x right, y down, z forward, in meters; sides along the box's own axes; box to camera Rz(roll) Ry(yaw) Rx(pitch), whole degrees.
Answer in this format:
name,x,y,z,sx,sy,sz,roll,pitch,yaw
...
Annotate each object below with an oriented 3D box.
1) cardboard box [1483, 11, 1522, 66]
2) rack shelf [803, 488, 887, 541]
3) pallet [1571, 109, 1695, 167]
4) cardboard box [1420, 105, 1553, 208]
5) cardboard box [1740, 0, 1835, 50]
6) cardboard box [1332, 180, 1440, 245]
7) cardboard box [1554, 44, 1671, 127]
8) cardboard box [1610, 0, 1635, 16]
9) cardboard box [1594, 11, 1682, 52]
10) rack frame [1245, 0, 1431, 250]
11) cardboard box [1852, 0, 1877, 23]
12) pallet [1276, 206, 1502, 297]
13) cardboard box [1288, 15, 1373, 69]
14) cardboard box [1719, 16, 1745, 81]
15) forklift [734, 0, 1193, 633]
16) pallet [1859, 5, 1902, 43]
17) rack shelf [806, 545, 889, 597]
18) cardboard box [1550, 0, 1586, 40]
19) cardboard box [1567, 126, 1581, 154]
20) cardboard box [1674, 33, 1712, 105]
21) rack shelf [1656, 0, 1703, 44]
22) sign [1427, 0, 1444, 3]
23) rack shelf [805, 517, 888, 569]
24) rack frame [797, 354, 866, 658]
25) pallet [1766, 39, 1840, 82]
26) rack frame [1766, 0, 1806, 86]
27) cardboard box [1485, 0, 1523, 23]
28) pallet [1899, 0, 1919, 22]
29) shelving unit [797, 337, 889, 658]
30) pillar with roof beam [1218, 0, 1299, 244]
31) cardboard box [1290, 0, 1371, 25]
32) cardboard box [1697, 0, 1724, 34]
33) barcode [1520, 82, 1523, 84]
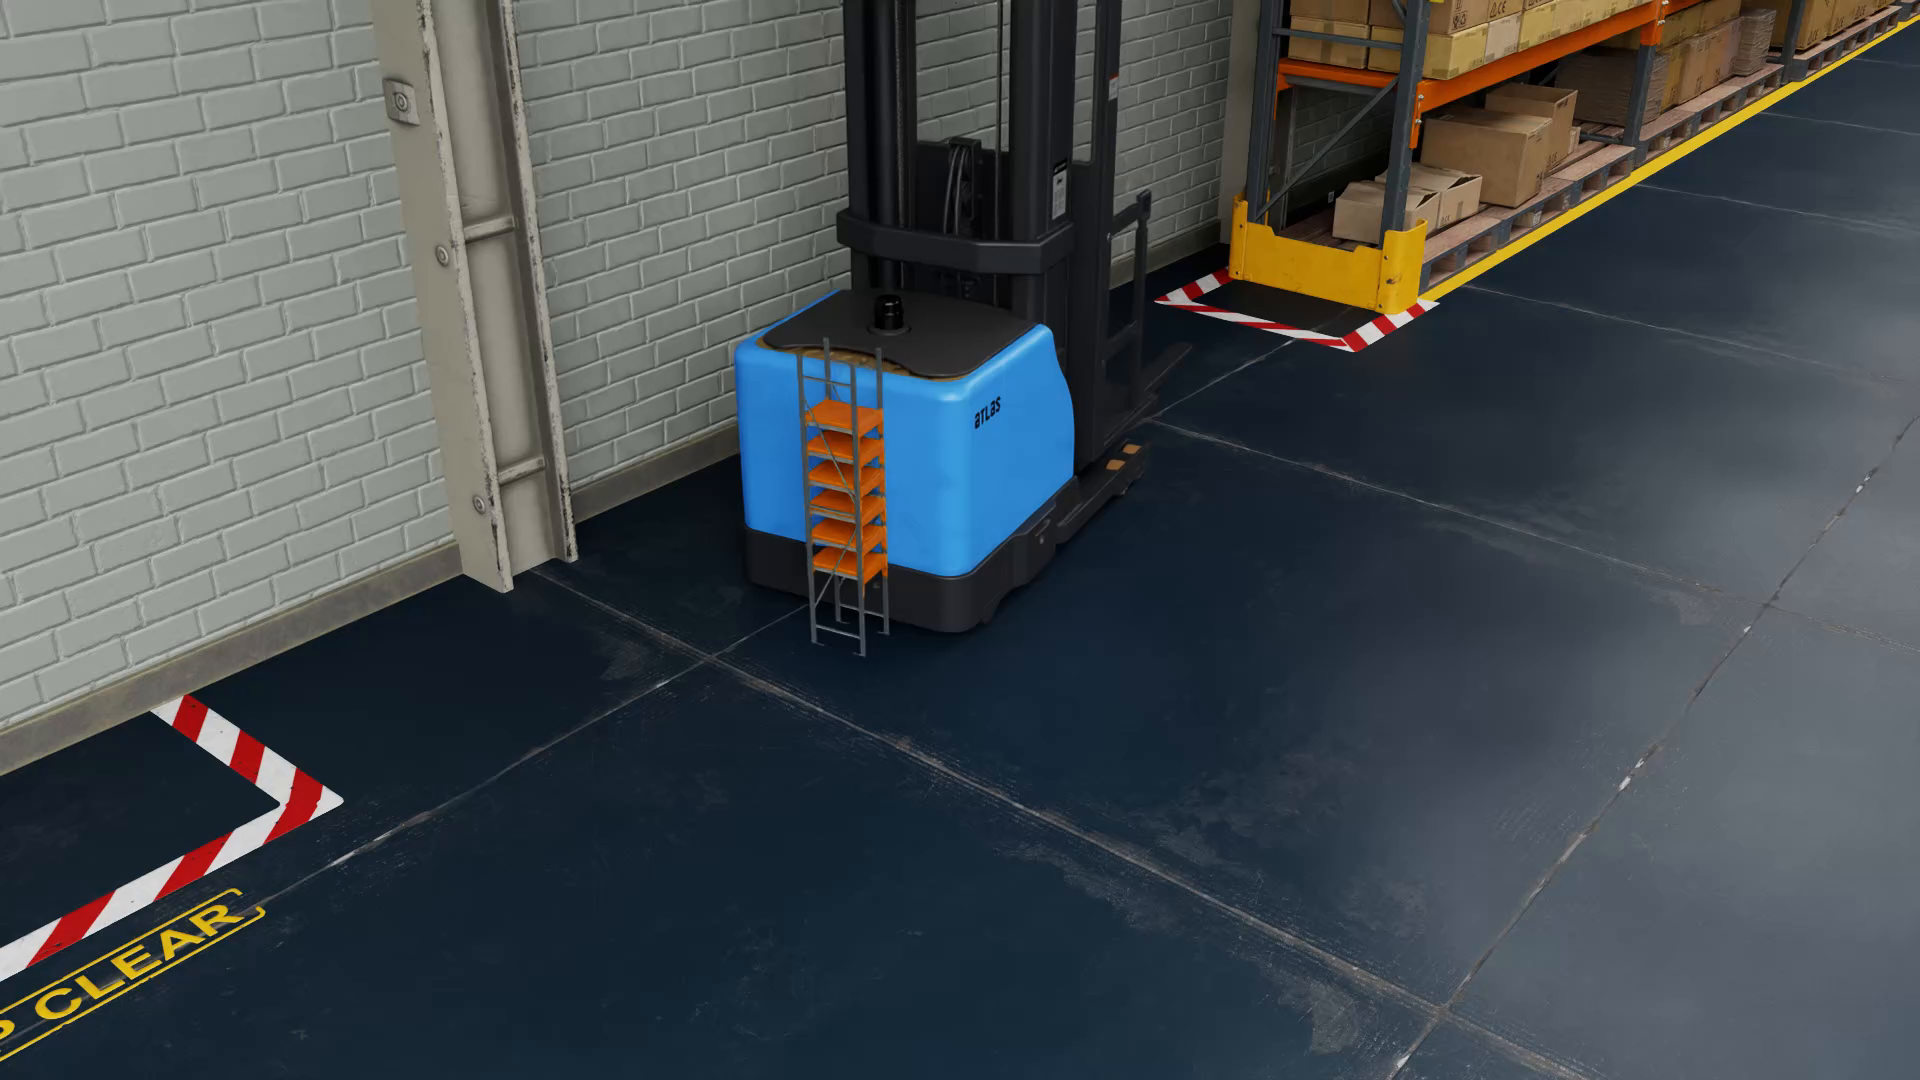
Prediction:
name,x,y,z,sx,sy,sz,roll,pitch,yaw
cardboard box,3.045,-3.066,10.053,0.500,0.250,0.500,20,33,33
rack shelf,-0.429,-0.105,6.242,0.258,0.103,0.180,13,31,24
pallet,5.209,-3.311,13.421,1.003,0.211,1.213,21,34,34
cardboard box,3.548,-2.607,11.266,0.700,0.500,0.500,18,33,31
cardboard box,7.828,-5.146,15.815,0.750,0.750,0.750,20,34,34
cardboard box,2.680,-2.075,10.445,0.500,0.311,0.500,17,32,29
cardboard box,5.170,-3.624,13.233,0.700,0.500,0.500,22,35,36
cardboard box,4.324,-3.785,11.443,0.500,0.250,0.500,21,34,35
cardboard box,5.448,-4.115,13.365,0.500,0.250,0.500,20,33,33
rack frame,2.171,-2.855,9.505,1.000,3.000,0.127,21,34,34
cardboard box,8.927,-5.757,16.996,0.750,0.750,0.750,22,35,36
pallet,2.763,-1.921,10.734,1.003,0.211,1.213,21,34,34
cardboard box,2.318,-3.020,9.964,0.500,0.250,0.500,21,34,35
cardboard box,6.424,-4.358,14.650,0.700,0.500,0.500,21,34,34
forklift,0.237,-1.591,7.136,1.130,2.935,3.031,13,30,24
pallet,9.371,-5.576,17.798,1.003,0.211,1.213,21,34,34
rack shelf,-0.429,0.108,6.353,0.258,0.103,0.180,13,31,24
cardboard box,3.697,-3.423,10.744,0.500,0.250,0.500,21,34,35
cardboard box,4.398,-3.012,12.412,0.380,0.166,0.250,16,31,28
cardboard box,5.816,-3.991,13.942,0.700,0.500,0.500,21,34,35
rack shelf,5.987,-4.663,13.782,1.077,0.370,4.000,21,34,34
sign,2.589,-3.081,8.999,0.100,0.325,0.005,21,34,34
rack shelf,-0.429,0.001,6.298,0.258,0.103,0.180,13,31,24
rack frame,-0.471,-0.106,6.149,0.240,1.200,0.006,13,31,24
pallet,7.819,-4.711,16.126,1.003,0.211,1.213,21,34,34
rack frame,7.259,-5.692,14.987,1.000,3.000,0.127,21,34,34
cardboard box,3.028,-3.384,9.853,0.500,0.500,0.500,21,34,35
pallet,10.348,-6.118,18.846,1.003,0.211,1.213,21,34,34
shelving unit,-0.430,-0.144,6.221,0.258,1.200,0.189,13,31,24
pillar with roof beam,5.270,-4.763,6.662,9.100,9.000,0.400,21,34,34
cardboard box,2.306,-3.360,9.805,0.500,0.500,0.500,20,34,34
cardboard box,6.107,-4.472,14.055,0.500,0.250,0.500,21,34,34
barcode,4.186,-3.379,12.411,0.001,0.075,0.075,21,34,34
